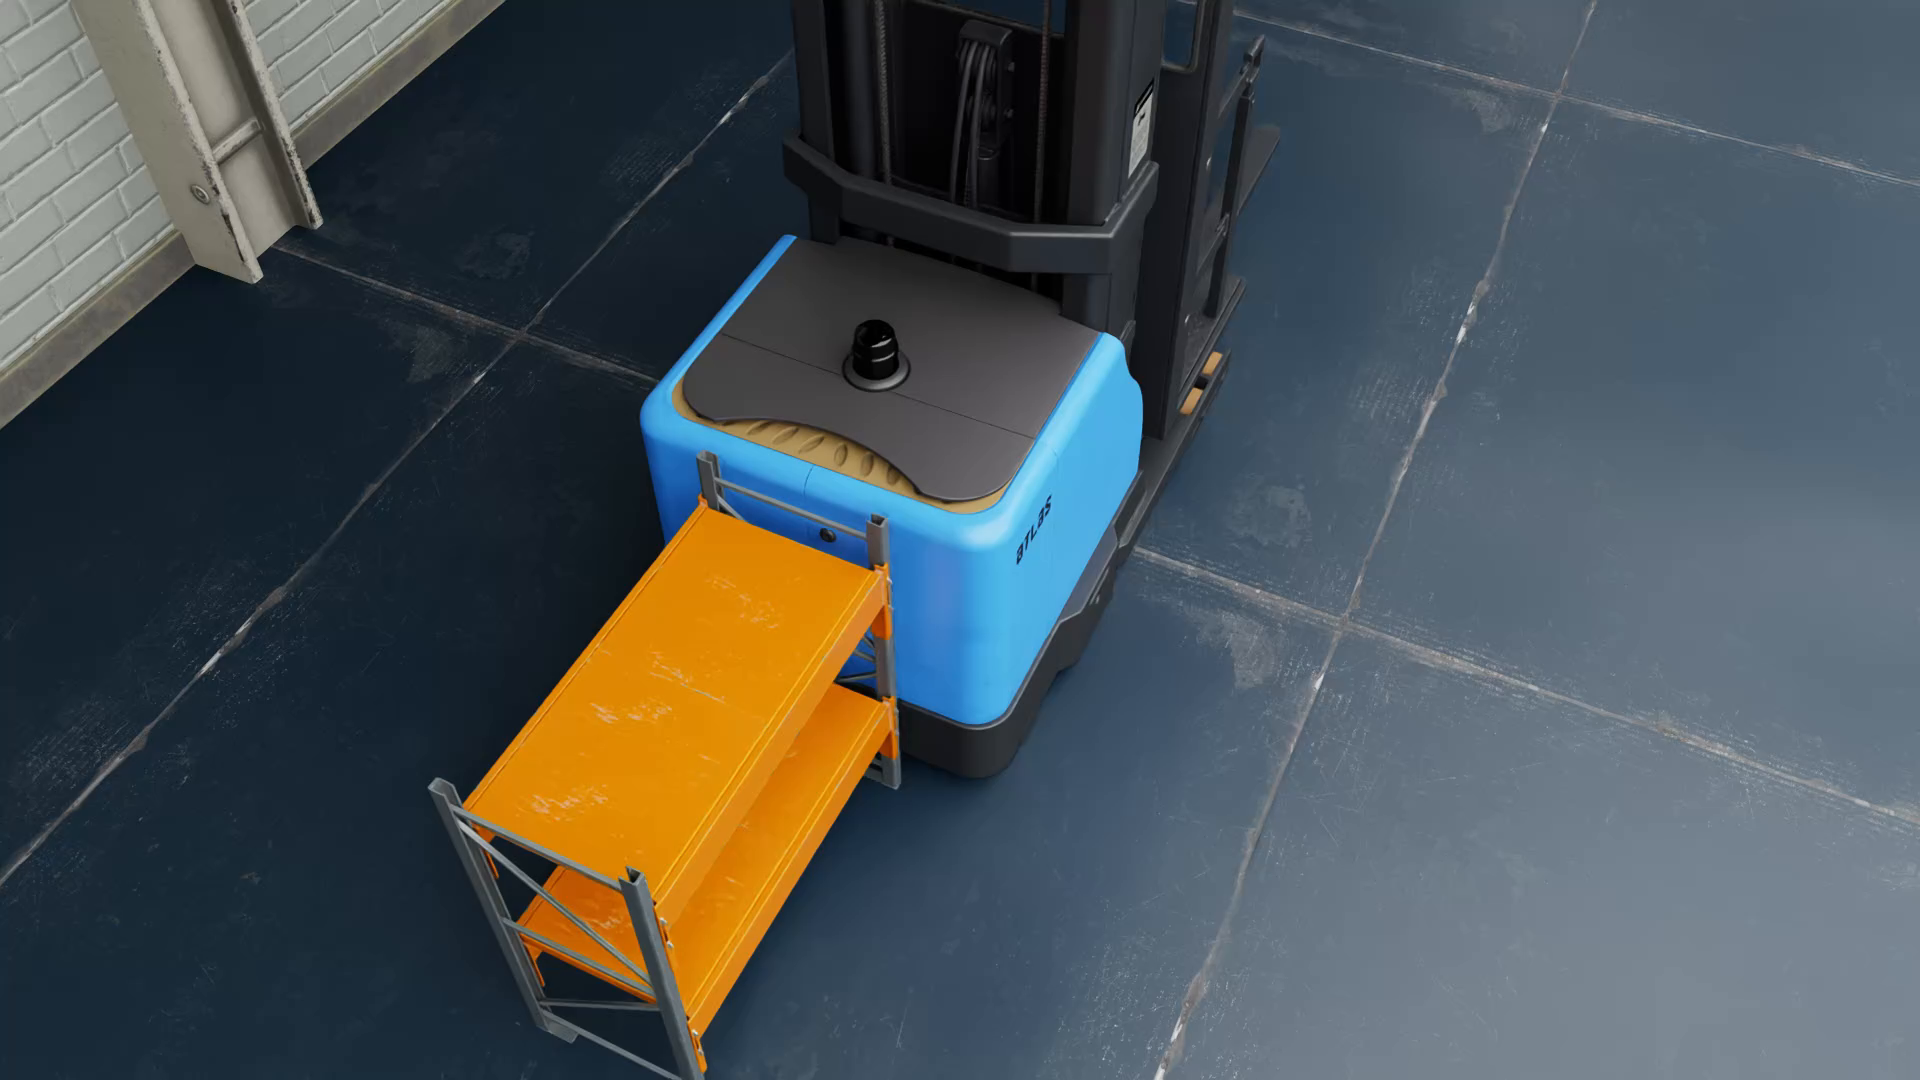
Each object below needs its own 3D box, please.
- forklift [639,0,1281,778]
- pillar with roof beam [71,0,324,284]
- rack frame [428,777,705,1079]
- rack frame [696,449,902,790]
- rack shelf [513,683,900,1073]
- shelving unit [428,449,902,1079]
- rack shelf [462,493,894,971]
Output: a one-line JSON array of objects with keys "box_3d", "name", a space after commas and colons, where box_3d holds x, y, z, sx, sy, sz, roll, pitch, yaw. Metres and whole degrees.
[{"box_3d": [0.265, -1.432, 4.544, 1.130, 2.935, 3.031, 20, 52, 16], "name": "forklift"}, {"box_3d": [1.273, -2.631, 1.580, 9.100, 9.000, 0.400, 20, 52, 16], "name": "pillar with roof beam"}, {"box_3d": [-0.842, 0.938, 3.714, 0.500, 1.125, 0.032, 20, 53, 17], "name": "rack frame"}, {"box_3d": [-0.395, 0.242, 4.306, 0.500, 1.125, 0.032, 20, 53, 17], "name": "rack frame"}, {"box_3d": [-0.618, 0.748, 4.196, 0.538, 0.278, 1.000, 20, 53, 17], "name": "rack shelf"}, {"box_3d": [-0.618, 0.590, 4.010, 0.538, 1.125, 1.048, 20, 53, 17], "name": "shelving unit"}, {"box_3d": [-0.618, 0.400, 3.787, 0.538, 0.278, 1.000, 20, 53, 17], "name": "rack shelf"}]
